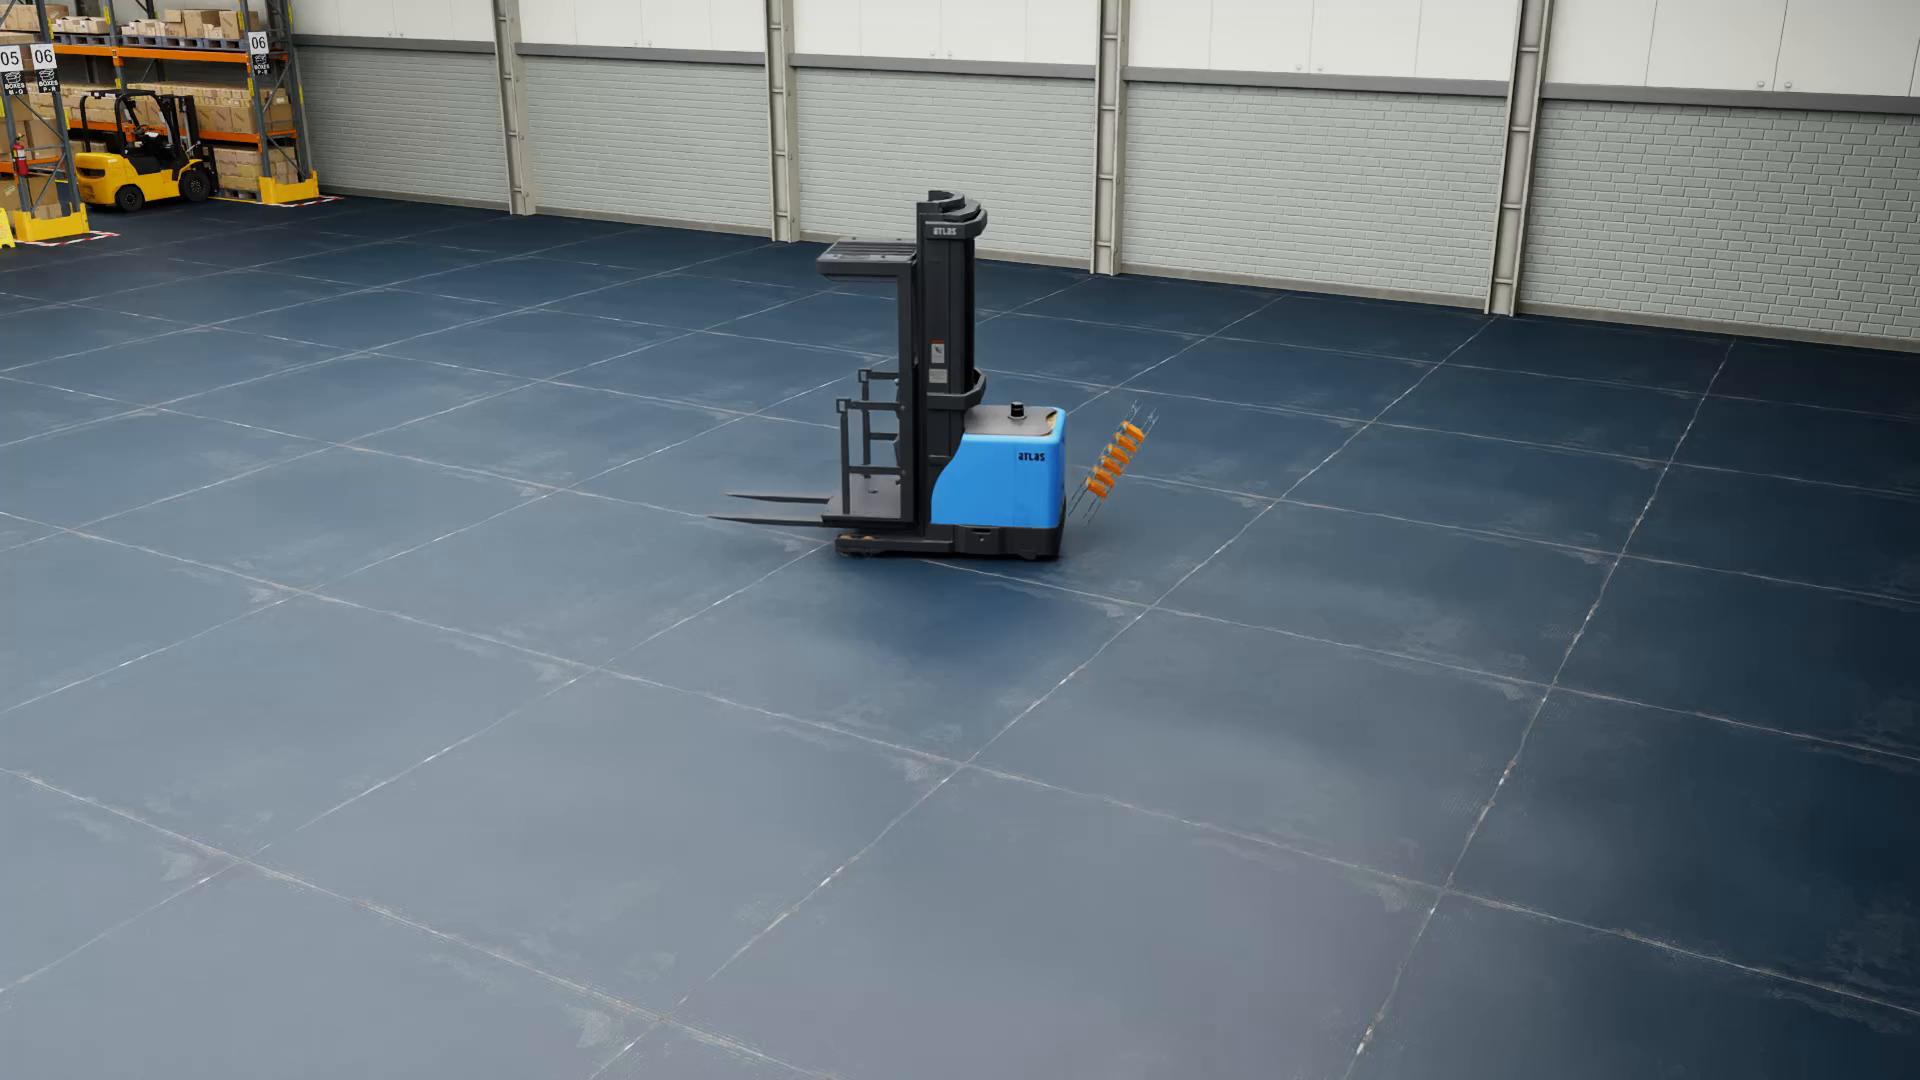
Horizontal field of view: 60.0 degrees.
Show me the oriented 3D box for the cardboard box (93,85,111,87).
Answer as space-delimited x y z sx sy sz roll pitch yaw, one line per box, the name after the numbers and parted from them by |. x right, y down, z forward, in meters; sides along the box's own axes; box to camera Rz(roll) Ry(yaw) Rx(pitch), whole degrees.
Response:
-18.067 -9.533 35.149 0.250 0.149 0.380 11 22 27 | cardboard box

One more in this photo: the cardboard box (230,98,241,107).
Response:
-13.962 -8.526 32.372 0.250 0.149 0.380 11 23 28 | cardboard box

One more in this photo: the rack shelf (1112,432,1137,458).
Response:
1.429 -0.834 14.519 0.180 0.103 0.258 29 16 -12 | rack shelf

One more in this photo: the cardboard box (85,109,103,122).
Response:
-17.786 -8.848 34.579 0.500 0.250 0.500 11 22 27 | cardboard box

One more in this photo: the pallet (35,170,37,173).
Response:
-20.903 -8.321 36.994 1.213 0.211 1.003 11 23 27 | pallet

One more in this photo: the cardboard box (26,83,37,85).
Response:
-19.901 -9.664 35.509 0.250 0.149 0.380 11 23 28 | cardboard box

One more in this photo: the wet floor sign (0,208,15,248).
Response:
-16.059 -5.231 27.839 0.267 0.644 0.232 -16 26 -38 | wet floor sign

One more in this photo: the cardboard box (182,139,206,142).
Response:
-15.804 -8.102 34.252 0.500 0.250 0.500 10 22 27 | cardboard box

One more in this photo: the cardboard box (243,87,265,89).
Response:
-13.924 -8.870 32.886 0.250 0.149 0.380 11 23 28 | cardboard box

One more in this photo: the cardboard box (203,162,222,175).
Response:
-14.756 -7.460 33.215 0.500 0.250 0.500 10 22 26 | cardboard box

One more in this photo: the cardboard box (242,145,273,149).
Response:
-14.050 -7.759 33.306 0.500 0.250 0.500 11 23 27 | cardboard box

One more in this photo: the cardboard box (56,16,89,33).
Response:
-18.198 -10.619 34.210 0.500 0.311 0.500 10 22 25 | cardboard box

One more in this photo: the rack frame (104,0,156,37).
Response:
-16.777 -11.651 33.289 0.127 3.000 1.000 11 23 27 | rack frame

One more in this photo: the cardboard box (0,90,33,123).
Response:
-16.255 -7.364 28.219 0.500 0.500 0.700 10 22 26 | cardboard box

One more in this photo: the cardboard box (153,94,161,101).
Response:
-15.980 -8.911 33.434 0.250 0.149 0.380 11 23 28 | cardboard box

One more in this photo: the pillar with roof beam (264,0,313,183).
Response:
-15.553 -10.089 28.981 0.400 9.000 9.100 11 23 27 | pillar with roof beam

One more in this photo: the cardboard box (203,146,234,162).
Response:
-14.733 -7.689 33.112 0.500 0.250 0.500 11 23 28 | cardboard box

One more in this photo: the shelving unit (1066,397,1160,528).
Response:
1.328 -0.675 14.573 0.189 1.200 0.258 29 16 -12 | shelving unit

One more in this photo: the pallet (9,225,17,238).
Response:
-16.461 -5.535 29.314 1.213 0.211 1.003 11 23 27 | pallet

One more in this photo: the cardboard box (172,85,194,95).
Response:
-15.480 -8.991 33.218 0.250 0.149 0.380 11 23 27 | cardboard box

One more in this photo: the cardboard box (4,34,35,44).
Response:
-15.913 -8.474 28.128 0.250 0.149 0.380 11 22 27 | cardboard box

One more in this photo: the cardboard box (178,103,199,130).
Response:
-15.183 -8.471 33.172 0.500 0.500 0.500 11 23 28 | cardboard box

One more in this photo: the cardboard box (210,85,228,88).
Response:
-14.811 -9.043 33.361 0.250 0.149 0.380 11 23 28 | cardboard box

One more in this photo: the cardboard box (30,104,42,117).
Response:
-19.564 -9.194 35.532 0.500 0.250 0.500 10 22 26 | cardboard box

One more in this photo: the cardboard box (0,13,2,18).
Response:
-20.663 -11.358 36.077 0.250 0.149 0.380 11 23 28 | cardboard box

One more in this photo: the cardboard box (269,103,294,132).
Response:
-13.582 -8.378 32.916 0.500 0.500 0.500 12 23 29 | cardboard box

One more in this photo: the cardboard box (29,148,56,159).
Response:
-15.898 -6.688 28.771 0.250 0.149 0.380 11 23 28 | cardboard box

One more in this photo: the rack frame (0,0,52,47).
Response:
-15.703 -9.508 27.379 0.127 3.000 1.000 11 23 27 | rack frame

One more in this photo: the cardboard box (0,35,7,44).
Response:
-16.142 -8.323 27.711 0.250 0.149 0.380 11 23 28 | cardboard box

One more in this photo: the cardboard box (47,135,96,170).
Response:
-19.157 -8.363 35.889 0.625 0.625 0.875 12 23 29 | cardboard box

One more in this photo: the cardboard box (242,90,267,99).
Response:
-13.701 -8.654 32.291 0.250 0.149 0.380 11 23 27 | cardboard box

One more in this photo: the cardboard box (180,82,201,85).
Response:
-15.666 -9.243 33.912 0.250 0.149 0.380 10 22 26 | cardboard box

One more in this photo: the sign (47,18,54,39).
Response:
-15.438 -8.670 28.187 0.005 0.325 0.100 11 23 27 | sign

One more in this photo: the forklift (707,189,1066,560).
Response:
-0.626 -1.418 13.976 3.031 2.935 1.130 2 20 7 | forklift

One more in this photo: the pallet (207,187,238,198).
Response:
-15.034 -7.173 33.830 1.213 0.211 1.003 11 23 27 | pallet

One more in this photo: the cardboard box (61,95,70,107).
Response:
-18.658 -9.261 34.983 0.500 0.250 0.500 11 23 28 | cardboard box

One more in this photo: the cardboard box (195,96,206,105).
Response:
-14.856 -8.698 32.847 0.250 0.149 0.380 11 23 28 | cardboard box

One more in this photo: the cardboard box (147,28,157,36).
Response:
-15.863 -10.075 32.947 0.250 0.149 0.380 12 23 29 | cardboard box

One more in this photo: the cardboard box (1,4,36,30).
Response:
-19.756 -11.005 34.996 0.500 0.500 0.500 11 23 28 | cardboard box

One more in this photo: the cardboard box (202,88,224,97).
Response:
-14.635 -8.796 32.680 0.250 0.149 0.380 11 23 29 | cardboard box

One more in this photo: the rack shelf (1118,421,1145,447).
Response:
1.491 -0.931 14.486 0.180 0.103 0.258 29 16 -12 | rack shelf

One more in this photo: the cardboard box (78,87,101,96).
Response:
-18.098 -9.334 34.601 0.250 0.149 0.380 10 22 26 | cardboard box

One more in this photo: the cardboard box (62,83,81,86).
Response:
-18.969 -9.696 35.599 0.250 0.149 0.380 11 22 27 | cardboard box

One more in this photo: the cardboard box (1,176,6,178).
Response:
-16.986 -6.086 29.062 0.500 0.500 0.500 12 23 29 | cardboard box

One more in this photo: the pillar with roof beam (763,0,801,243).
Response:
-5.077 -8.093 23.479 0.400 9.000 9.100 11 23 27 | pillar with roof beam

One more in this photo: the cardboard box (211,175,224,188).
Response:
-14.711 -7.226 33.304 0.500 0.250 0.500 11 23 28 | cardboard box

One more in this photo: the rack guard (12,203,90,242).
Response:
-15.769 -5.525 28.864 0.348 0.500 1.175 11 23 27 | rack guard

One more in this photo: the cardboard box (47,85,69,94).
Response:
-19.003 -9.496 35.047 0.250 0.149 0.380 11 23 28 | cardboard box

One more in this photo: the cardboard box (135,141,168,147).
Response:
-16.508 -8.032 34.059 0.500 0.250 0.500 10 22 26 | cardboard box

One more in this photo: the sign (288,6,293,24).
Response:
-13.009 -10.188 32.257 0.005 0.325 0.100 11 23 27 | sign

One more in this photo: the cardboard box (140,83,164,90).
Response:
-16.363 -9.170 33.712 0.250 0.149 0.380 11 23 28 | cardboard box

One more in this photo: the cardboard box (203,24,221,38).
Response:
-14.378 -9.847 32.148 0.258 0.266 0.396 11 23 27 | cardboard box

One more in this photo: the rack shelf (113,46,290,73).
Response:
-15.031 -9.570 33.006 4.000 0.370 1.077 11 23 27 | rack shelf

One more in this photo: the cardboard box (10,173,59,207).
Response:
-16.293 -6.165 29.279 0.500 0.500 0.500 10 22 26 | cardboard box

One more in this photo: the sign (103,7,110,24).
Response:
-17.033 -10.469 33.209 0.005 0.325 0.100 11 23 27 | sign
